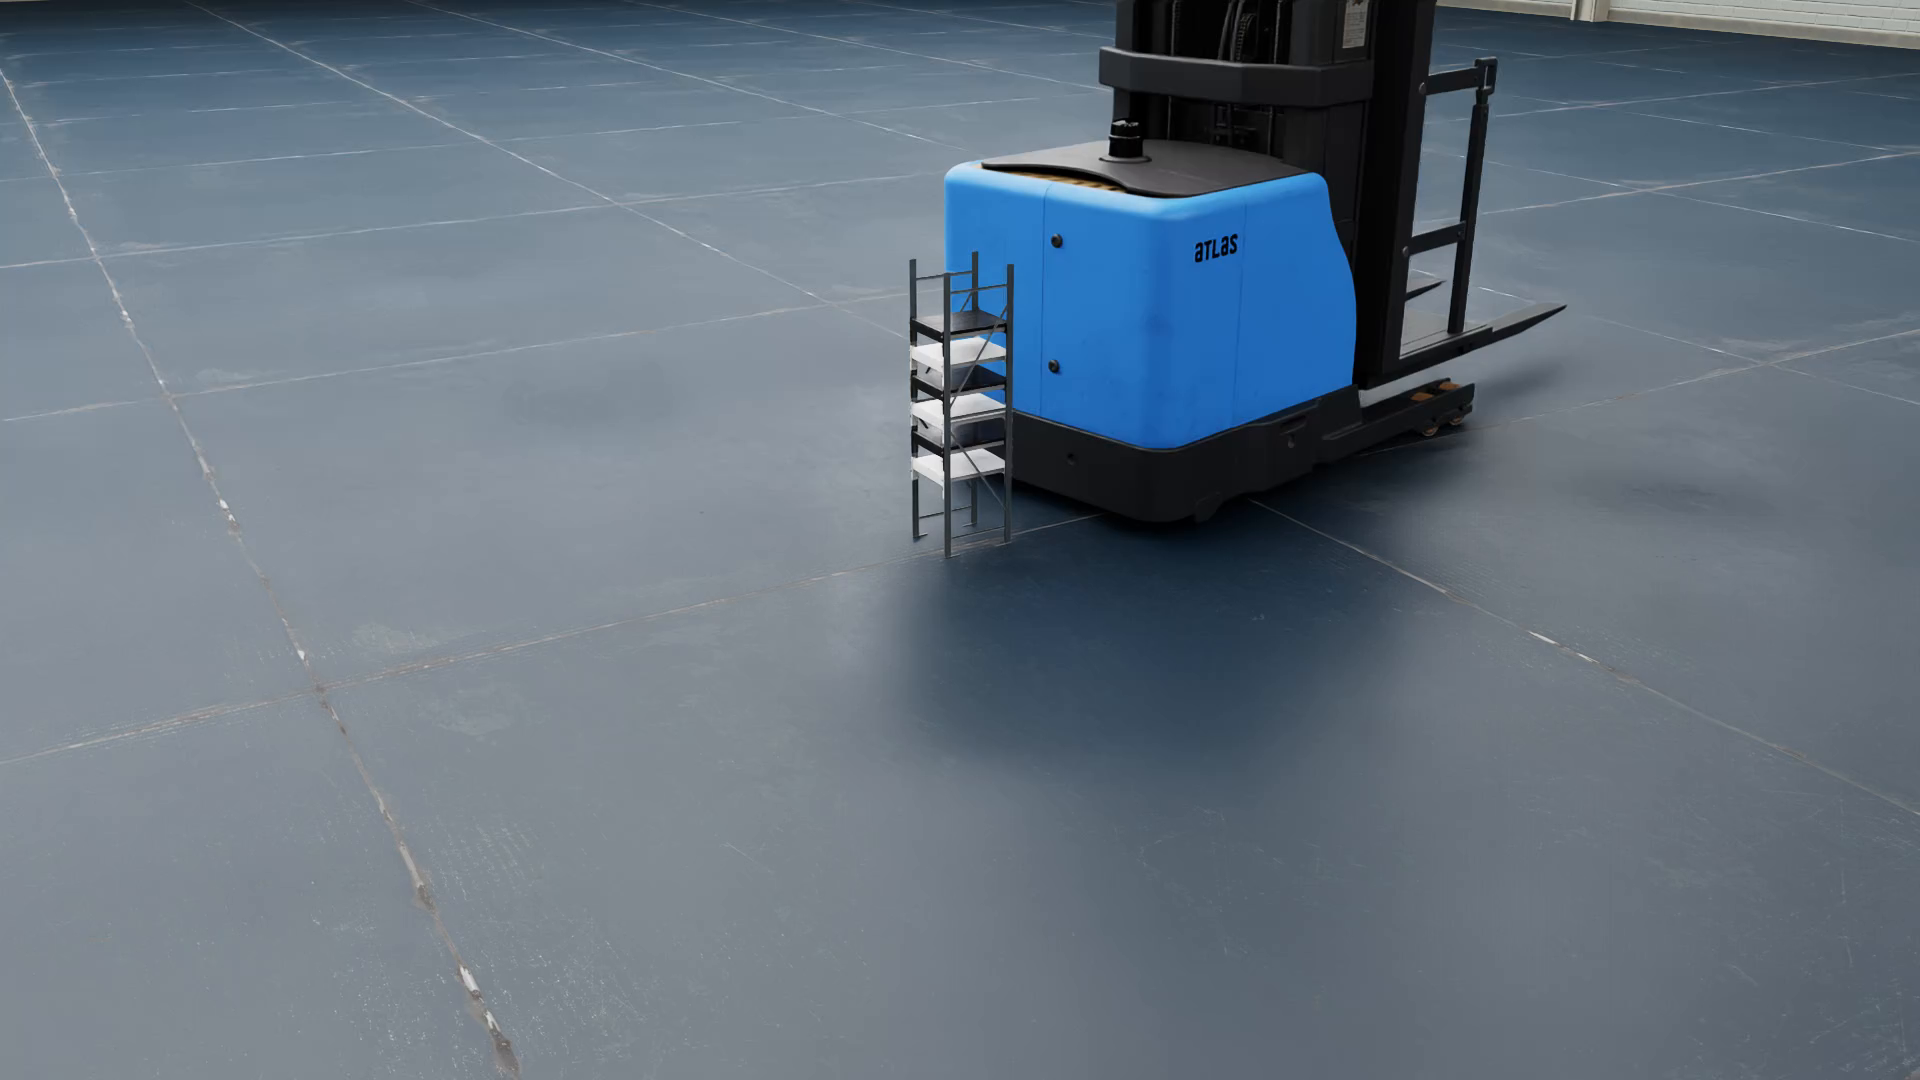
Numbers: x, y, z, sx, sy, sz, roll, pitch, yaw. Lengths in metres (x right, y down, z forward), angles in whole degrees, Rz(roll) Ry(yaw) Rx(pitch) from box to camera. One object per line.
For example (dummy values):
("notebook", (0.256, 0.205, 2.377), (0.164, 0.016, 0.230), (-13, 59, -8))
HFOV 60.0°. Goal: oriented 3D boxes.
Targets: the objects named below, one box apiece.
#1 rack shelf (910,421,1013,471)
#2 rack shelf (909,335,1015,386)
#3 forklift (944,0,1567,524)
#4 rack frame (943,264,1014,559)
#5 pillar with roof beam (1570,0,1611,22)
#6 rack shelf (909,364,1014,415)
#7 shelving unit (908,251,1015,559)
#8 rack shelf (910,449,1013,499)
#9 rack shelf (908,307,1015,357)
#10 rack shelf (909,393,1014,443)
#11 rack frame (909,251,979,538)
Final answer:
("rack shelf", (0.004, -0.300, 5.182), (0.258, 0.077, 0.200), (-13, 25, -28))
("rack shelf", (0.004, -0.550, 5.080), (0.258, 0.077, 0.200), (-13, 25, -28))
("forklift", (1.335, -1.870, 6.019), (3.031, 2.935, 1.130), (-20, 30, -41))
("rack frame", (0.056, -0.381, 5.055), (0.240, 0.900, 0.006), (-13, 25, -28))
("pillar with roof beam", (4.992, -10.522, 19.248), (9.100, 9.000, 0.400), (-13, 25, -28))
("rack shelf", (0.004, -0.467, 5.114), (0.258, 0.077, 0.200), (-13, 25, -28))
("shelving unit", (0.004, -0.414, 5.136), (0.258, 0.900, 0.210), (-13, 25, -28))
("rack shelf", (0.004, -0.217, 5.216), (0.258, 0.077, 0.200), (-13, 25, -28))
("rack shelf", (0.004, -0.633, 5.046), (0.258, 0.077, 0.200), (-13, 25, -28))
("rack shelf", (0.004, -0.383, 5.148), (0.258, 0.077, 0.200), (-13, 25, -28))
("rack frame", (-0.048, -0.447, 5.217), (0.240, 0.900, 0.006), (-13, 25, -28))
